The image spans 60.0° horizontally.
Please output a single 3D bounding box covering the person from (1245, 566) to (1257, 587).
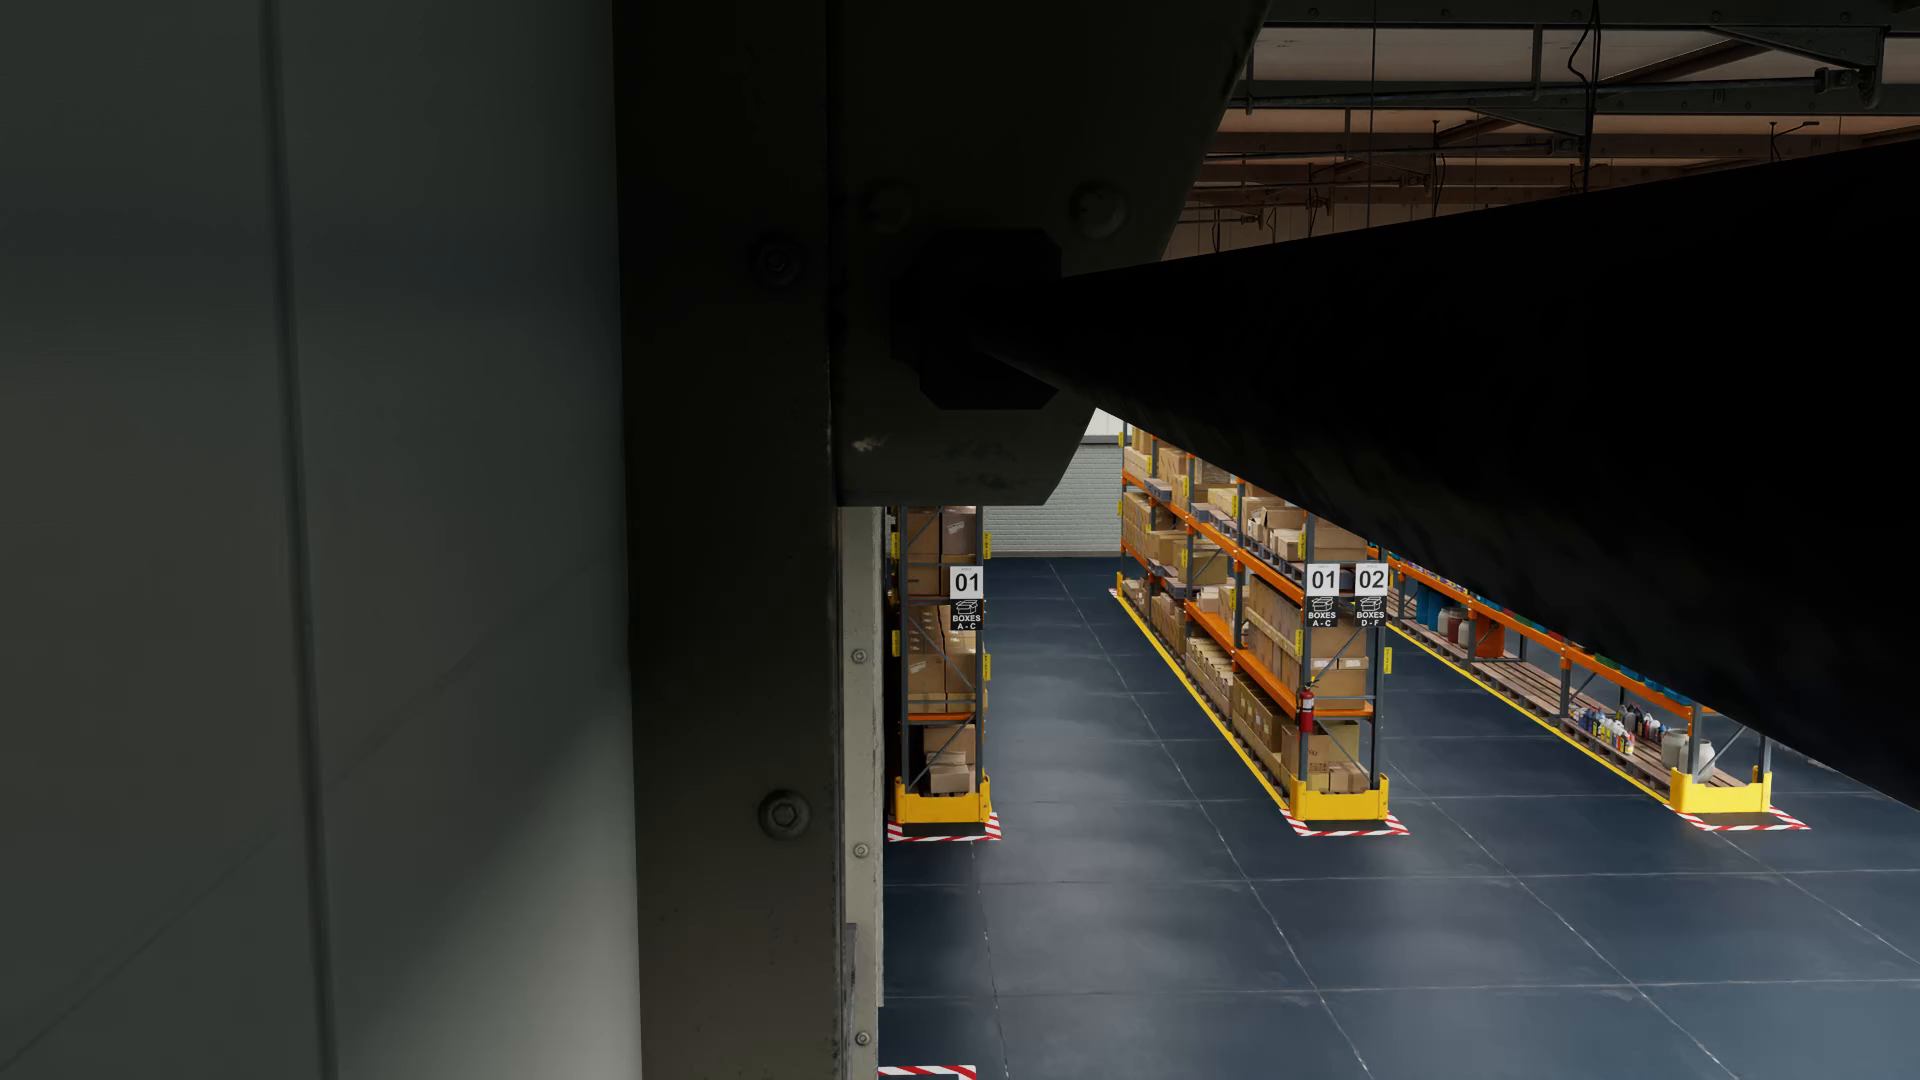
[{"bbox_3d":[6.026,0.681,34.285,0.589,1.763,0.967,0,8,-1],"label":"person"}]

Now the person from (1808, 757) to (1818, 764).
[{"bbox_3d":[11.996,2.224,22.943,0.604,1.792,0.414,8,11,44],"label":"person"}]
